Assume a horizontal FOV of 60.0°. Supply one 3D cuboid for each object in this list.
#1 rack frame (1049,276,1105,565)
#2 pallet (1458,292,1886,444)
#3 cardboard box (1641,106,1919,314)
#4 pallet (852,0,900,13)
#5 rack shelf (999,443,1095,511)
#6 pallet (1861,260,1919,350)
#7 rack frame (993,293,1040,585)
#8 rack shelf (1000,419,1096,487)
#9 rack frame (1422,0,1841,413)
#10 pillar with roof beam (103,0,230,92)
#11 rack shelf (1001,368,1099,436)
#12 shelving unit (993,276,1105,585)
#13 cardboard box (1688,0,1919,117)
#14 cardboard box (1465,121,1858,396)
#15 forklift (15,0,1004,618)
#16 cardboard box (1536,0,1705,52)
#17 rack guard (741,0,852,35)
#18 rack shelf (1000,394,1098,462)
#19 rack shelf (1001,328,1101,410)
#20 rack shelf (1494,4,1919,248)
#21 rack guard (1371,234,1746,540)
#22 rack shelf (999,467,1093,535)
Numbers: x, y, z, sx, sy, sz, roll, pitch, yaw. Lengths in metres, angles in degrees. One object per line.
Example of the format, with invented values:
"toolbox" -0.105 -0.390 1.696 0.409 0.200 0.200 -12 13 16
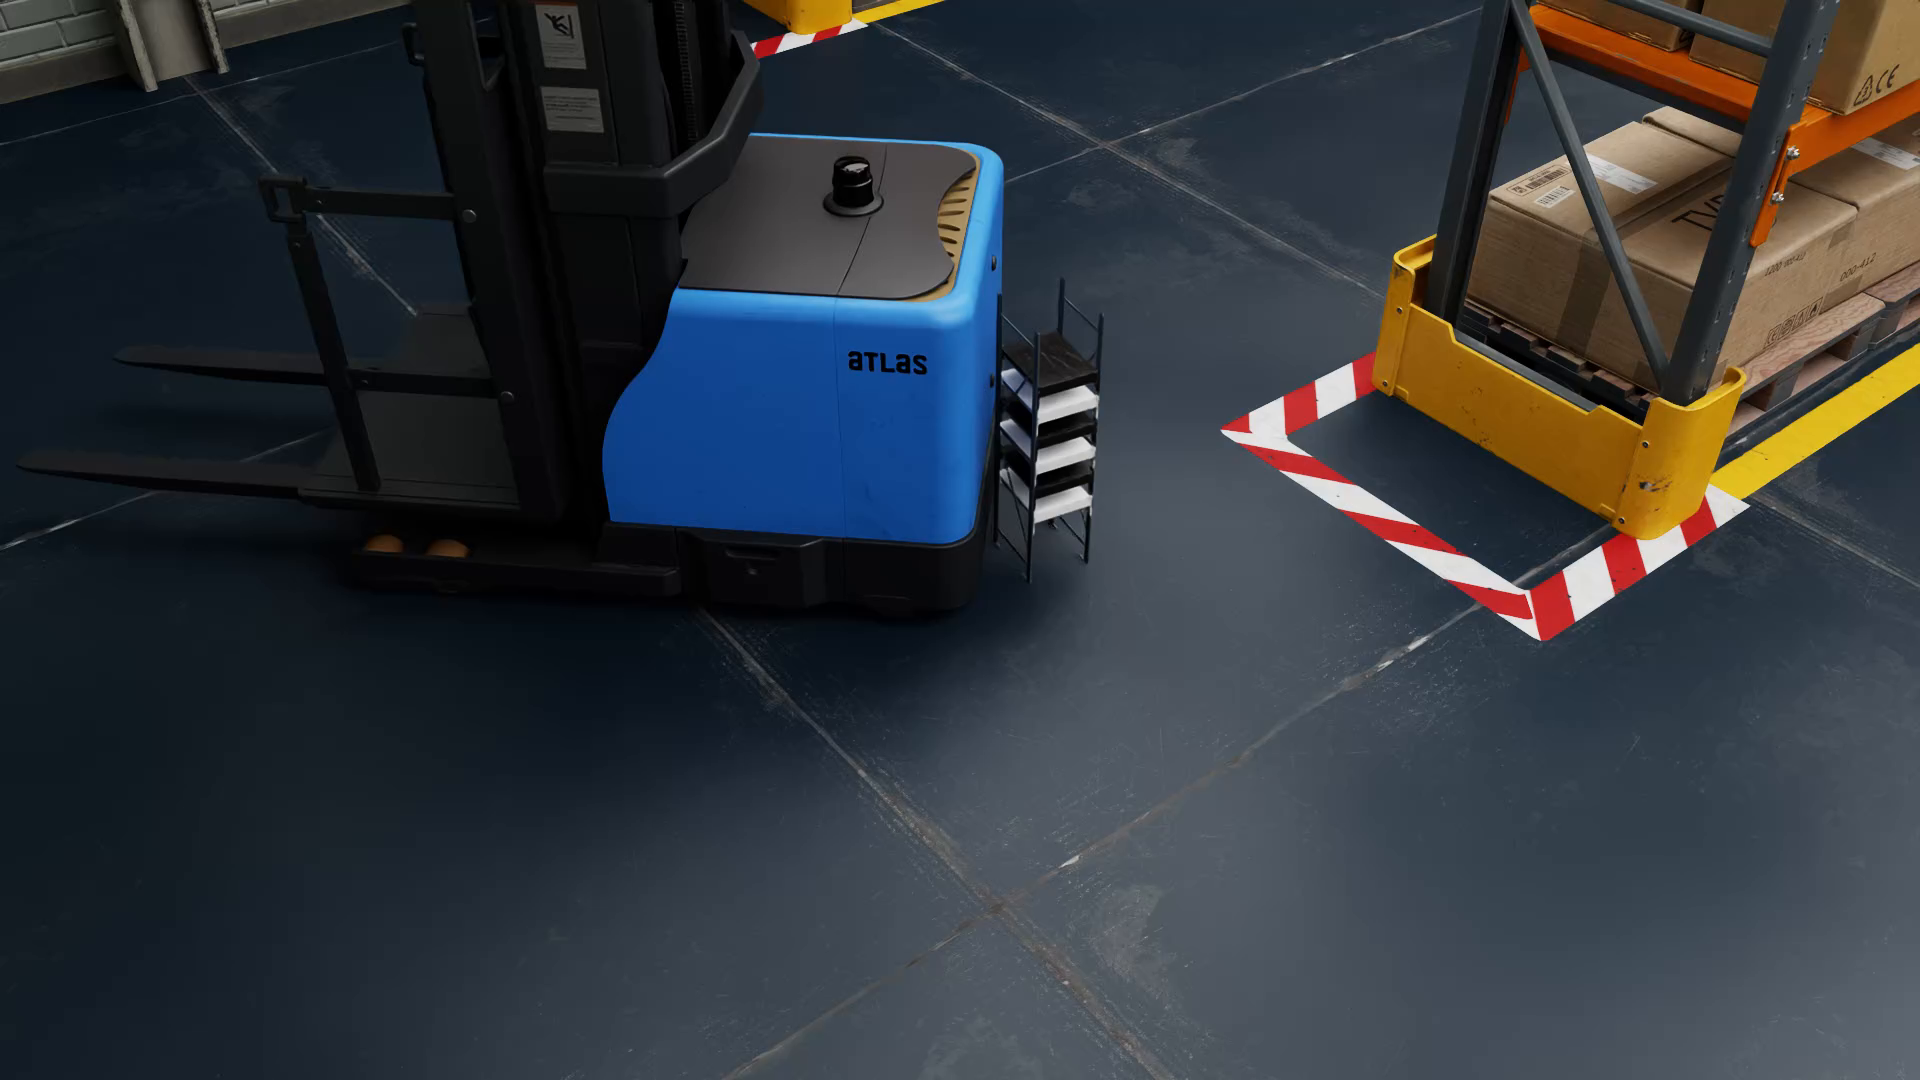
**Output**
"rack frame" 0.343 -0.338 4.953 0.006 0.900 0.240 -18 43 -21
"pallet" 2.538 -0.781 6.036 1.213 0.211 1.003 -26 46 -28
"cardboard box" 3.135 -1.346 6.215 0.875 0.438 0.875 -25 45 -27
"pallet" -0.384 -3.266 9.065 1.213 0.211 1.003 -26 46 -28
"rack shelf" 0.252 -0.214 4.995 0.200 0.077 0.258 -18 43 -21
"pallet" 3.505 -1.250 6.608 1.213 0.211 1.003 -26 46 -28
"rack frame" 0.161 -0.280 4.881 0.006 0.900 0.240 -18 43 -21
"rack shelf" 0.252 -0.283 4.938 0.200 0.077 0.258 -18 43 -21
"rack frame" 1.952 -1.511 4.727 0.127 3.000 1.000 -26 46 -28
"pillar with roof beam" -1.139 -3.572 2.509 0.400 9.000 9.100 -26 46 -28
"rack shelf" 0.252 -0.422 4.824 0.200 0.077 0.258 -18 43 -21
"shelving unit" 0.252 -0.309 4.917 0.210 0.900 0.258 -18 43 -21
"cardboard box" 2.508 -1.591 4.745 0.500 0.500 0.500 -26 46 -28
"cardboard box" 2.415 -0.988 5.779 0.875 0.438 0.875 -28 47 -29
"forklift" -1.408 -1.300 4.523 3.031 2.935 1.130 4 40 5
"cardboard box" 2.173 -1.869 5.085 0.500 0.500 0.500 -26 46 -28
"rack guard" -1.015 -3.069 8.597 0.348 0.500 1.175 -26 46 -28
"rack shelf" 0.252 -0.353 4.881 0.200 0.077 0.258 -18 43 -21
"rack shelf" 0.252 -0.492 4.767 0.200 0.077 0.258 -18 43 -21
"rack shelf" 3.538 -2.006 5.897 4.000 0.370 1.077 -26 46 -28
"rack guard" 1.933 -0.535 5.509 0.348 0.500 1.175 -26 46 -28
"rack shelf" 0.252 -0.144 5.052 0.200 0.077 0.258 -18 43 -21
